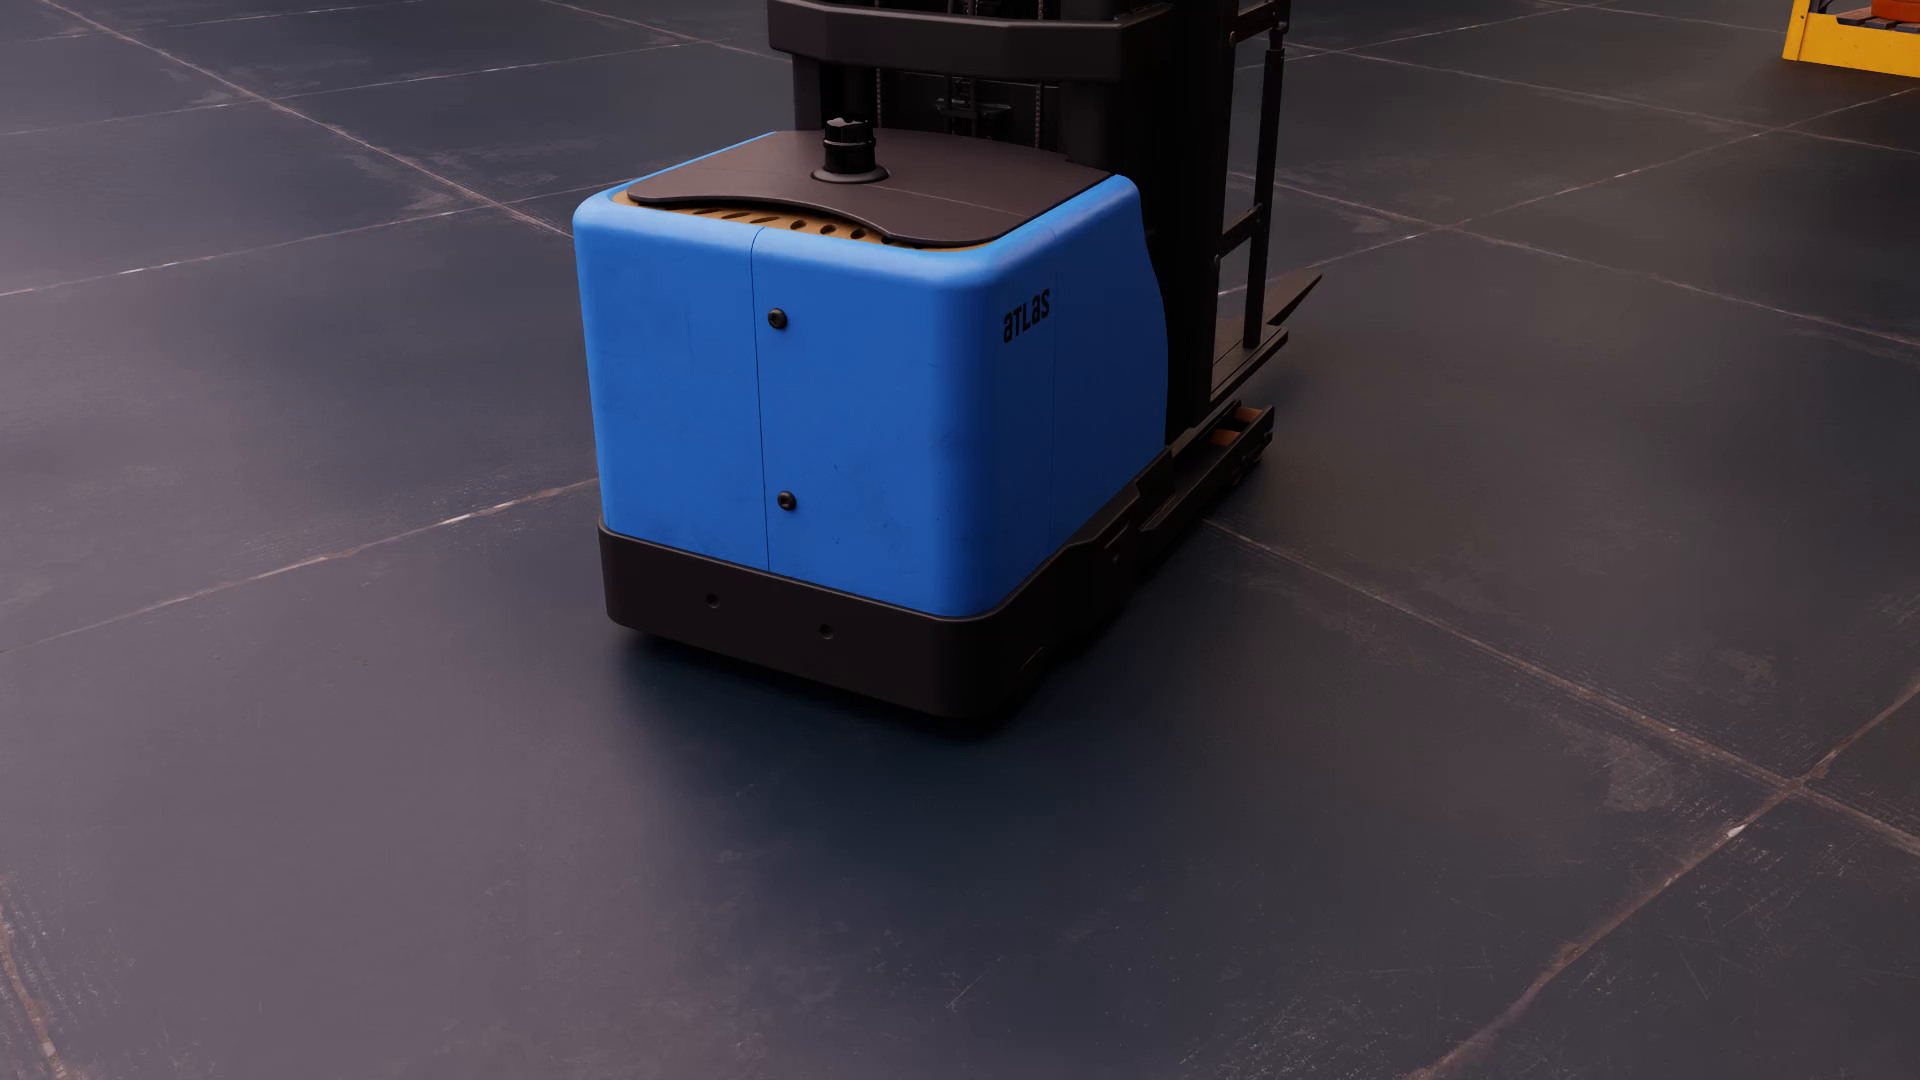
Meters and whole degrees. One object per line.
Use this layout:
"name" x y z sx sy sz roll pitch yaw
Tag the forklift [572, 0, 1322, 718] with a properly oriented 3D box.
"forklift" 0.285 -1.552 4.331 1.130 2.935 3.031 13 29 25
